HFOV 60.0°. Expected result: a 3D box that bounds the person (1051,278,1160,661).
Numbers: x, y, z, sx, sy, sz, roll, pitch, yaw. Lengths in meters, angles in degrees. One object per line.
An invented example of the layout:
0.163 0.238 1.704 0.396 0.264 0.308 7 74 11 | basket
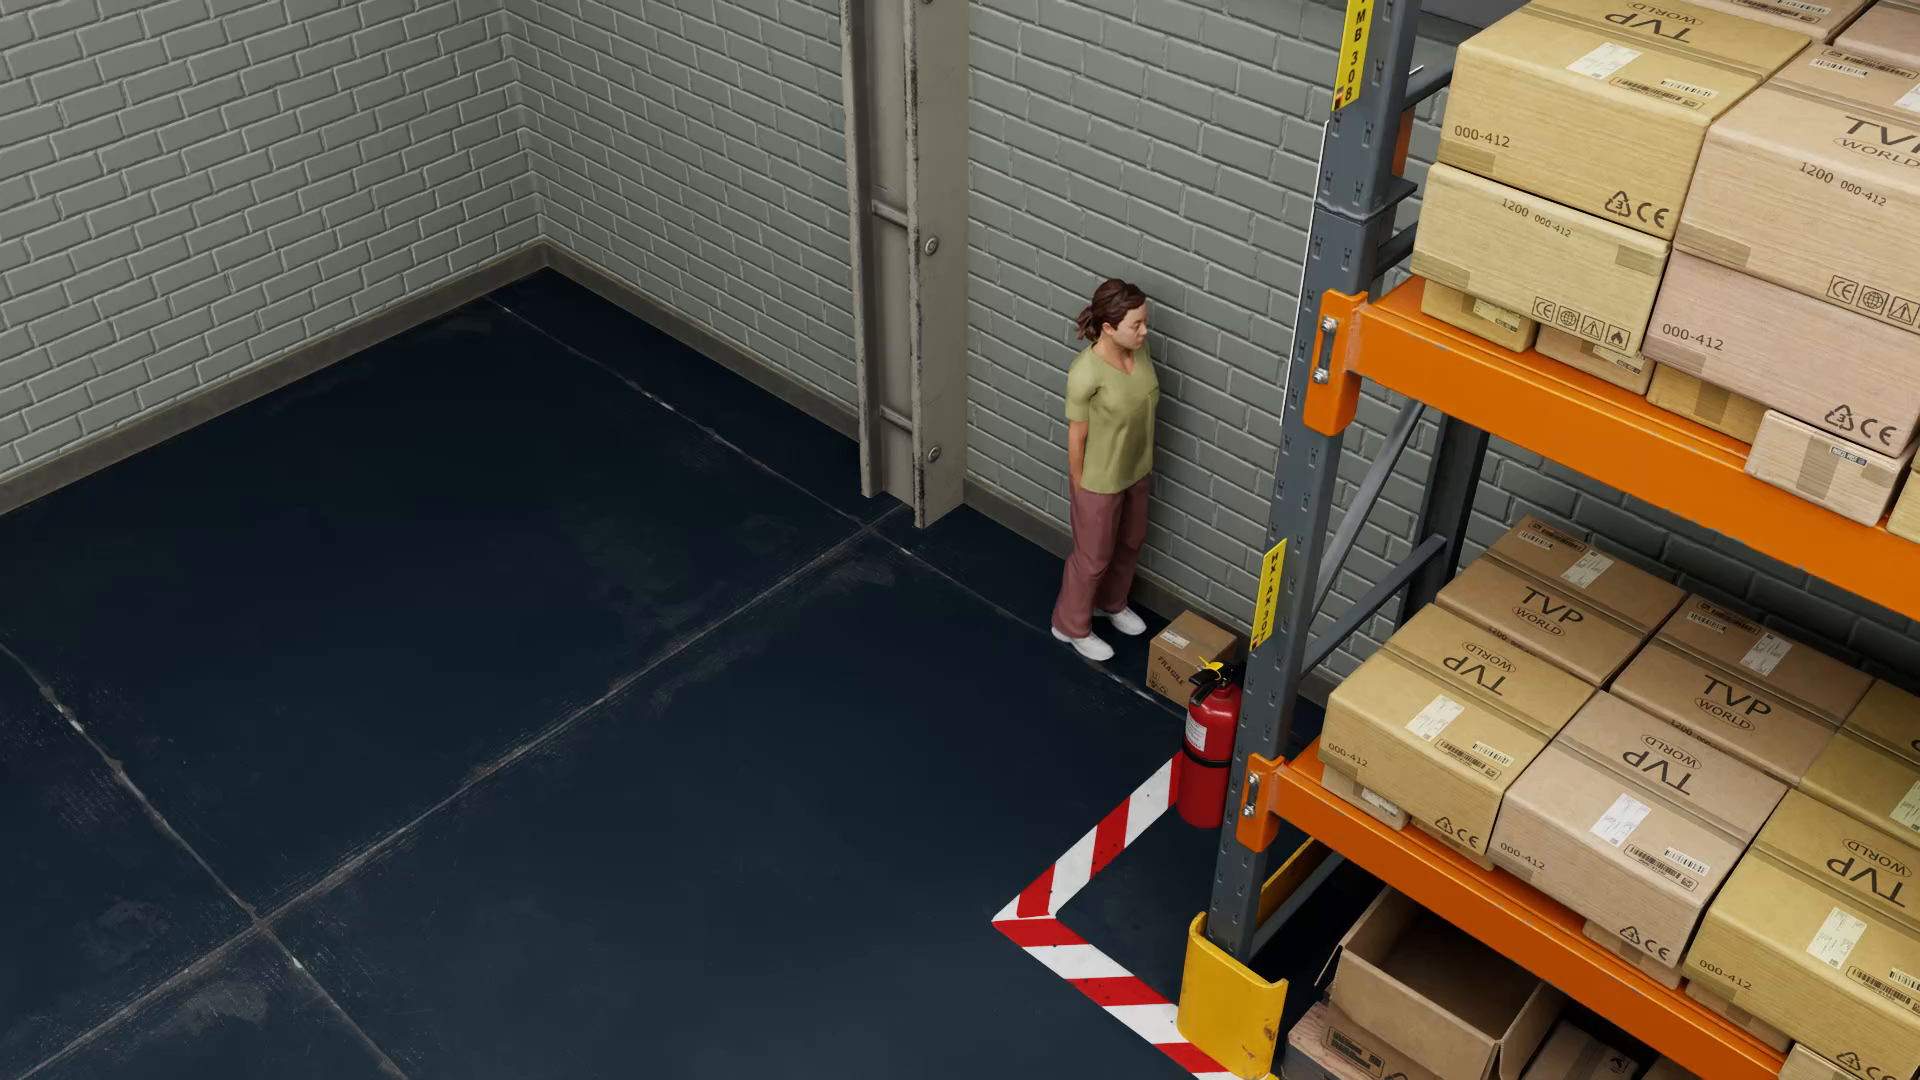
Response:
0.581 -0.274 6.496 0.358 1.669 0.440 31 49 32 | person
